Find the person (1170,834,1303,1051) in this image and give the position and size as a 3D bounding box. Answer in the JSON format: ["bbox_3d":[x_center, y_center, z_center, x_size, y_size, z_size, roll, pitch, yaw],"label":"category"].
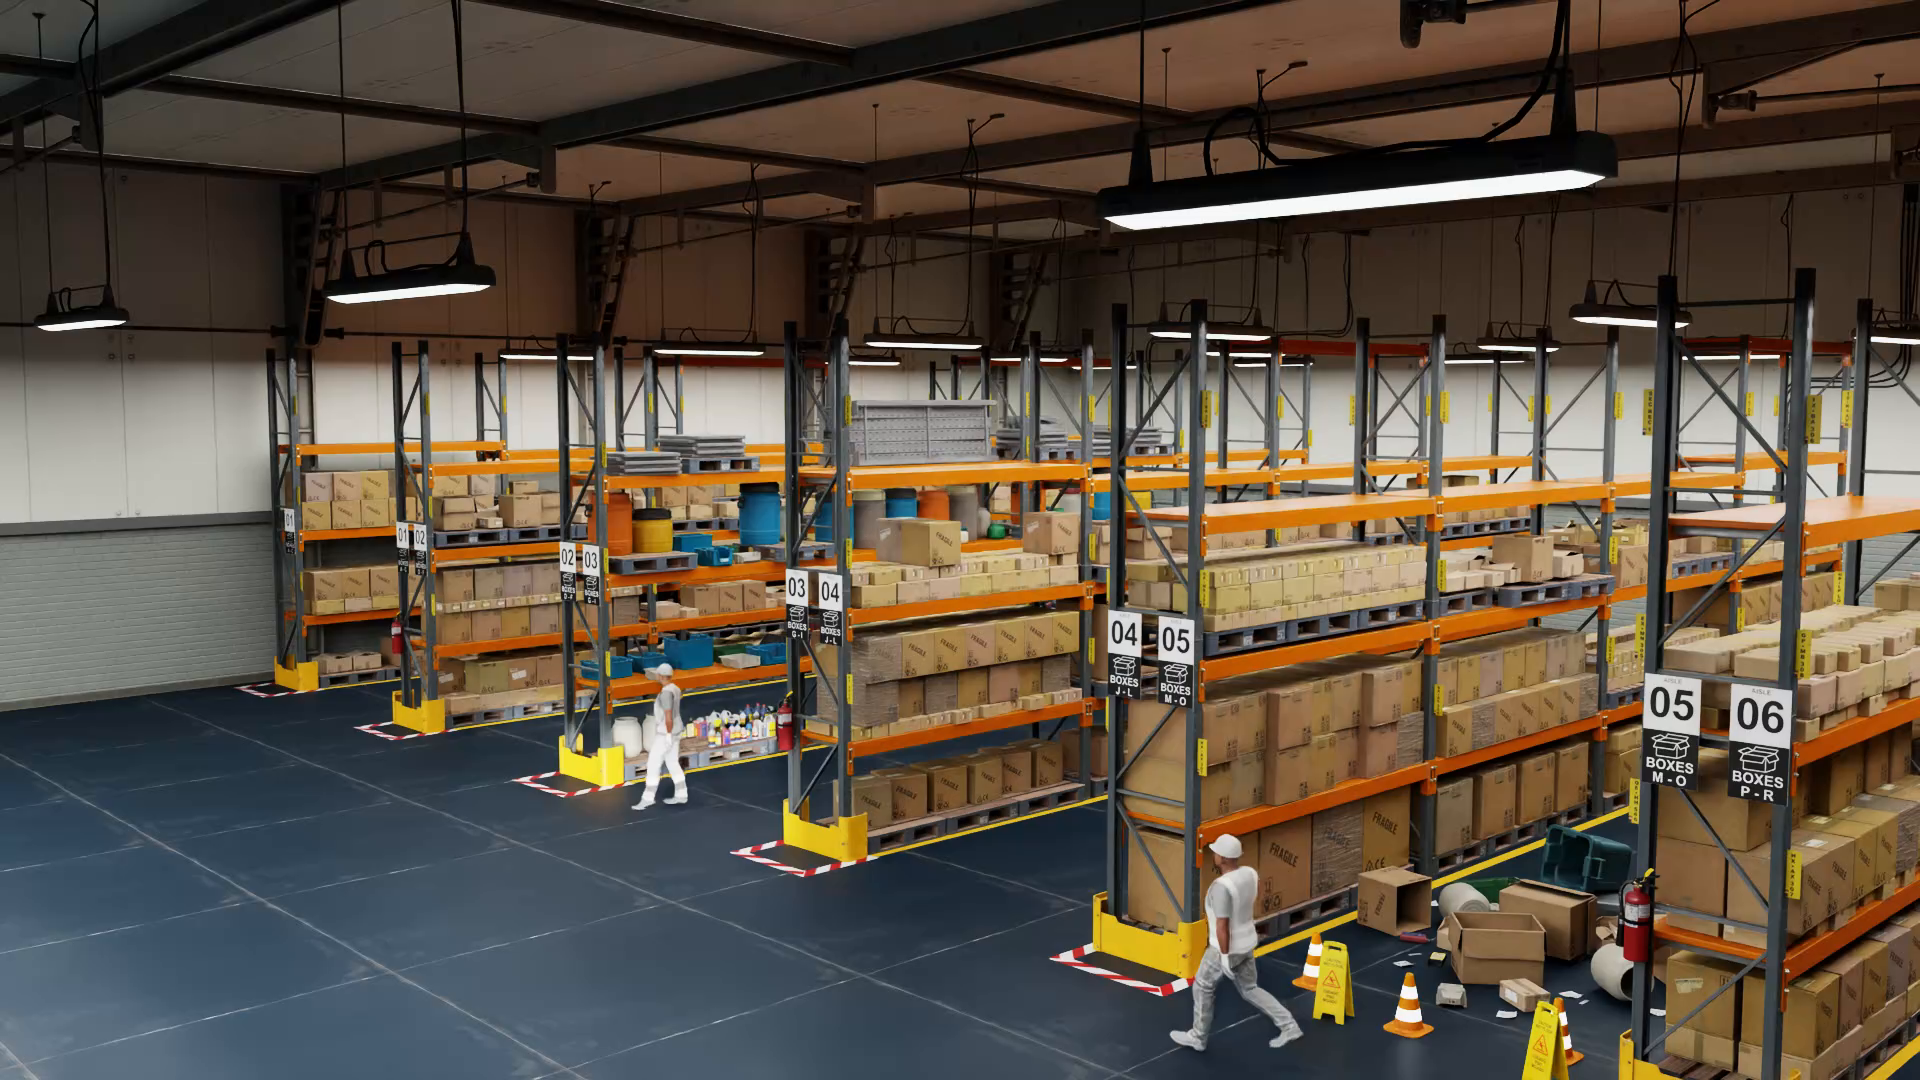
[{"bbox_3d":[2.163,3.163,12.996,1.035,1.747,0.605,3,6,32],"label":"person"}]

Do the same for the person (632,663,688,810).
[{"bbox_3d":[-3.771,2.465,21.015,0.623,1.805,0.628,1,5,9],"label":"person"}]

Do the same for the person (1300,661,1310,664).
[{"bbox_3d":[4.563,2.365,22.309,0.562,1.753,0.585,-4,6,-36],"label":"person"}]
